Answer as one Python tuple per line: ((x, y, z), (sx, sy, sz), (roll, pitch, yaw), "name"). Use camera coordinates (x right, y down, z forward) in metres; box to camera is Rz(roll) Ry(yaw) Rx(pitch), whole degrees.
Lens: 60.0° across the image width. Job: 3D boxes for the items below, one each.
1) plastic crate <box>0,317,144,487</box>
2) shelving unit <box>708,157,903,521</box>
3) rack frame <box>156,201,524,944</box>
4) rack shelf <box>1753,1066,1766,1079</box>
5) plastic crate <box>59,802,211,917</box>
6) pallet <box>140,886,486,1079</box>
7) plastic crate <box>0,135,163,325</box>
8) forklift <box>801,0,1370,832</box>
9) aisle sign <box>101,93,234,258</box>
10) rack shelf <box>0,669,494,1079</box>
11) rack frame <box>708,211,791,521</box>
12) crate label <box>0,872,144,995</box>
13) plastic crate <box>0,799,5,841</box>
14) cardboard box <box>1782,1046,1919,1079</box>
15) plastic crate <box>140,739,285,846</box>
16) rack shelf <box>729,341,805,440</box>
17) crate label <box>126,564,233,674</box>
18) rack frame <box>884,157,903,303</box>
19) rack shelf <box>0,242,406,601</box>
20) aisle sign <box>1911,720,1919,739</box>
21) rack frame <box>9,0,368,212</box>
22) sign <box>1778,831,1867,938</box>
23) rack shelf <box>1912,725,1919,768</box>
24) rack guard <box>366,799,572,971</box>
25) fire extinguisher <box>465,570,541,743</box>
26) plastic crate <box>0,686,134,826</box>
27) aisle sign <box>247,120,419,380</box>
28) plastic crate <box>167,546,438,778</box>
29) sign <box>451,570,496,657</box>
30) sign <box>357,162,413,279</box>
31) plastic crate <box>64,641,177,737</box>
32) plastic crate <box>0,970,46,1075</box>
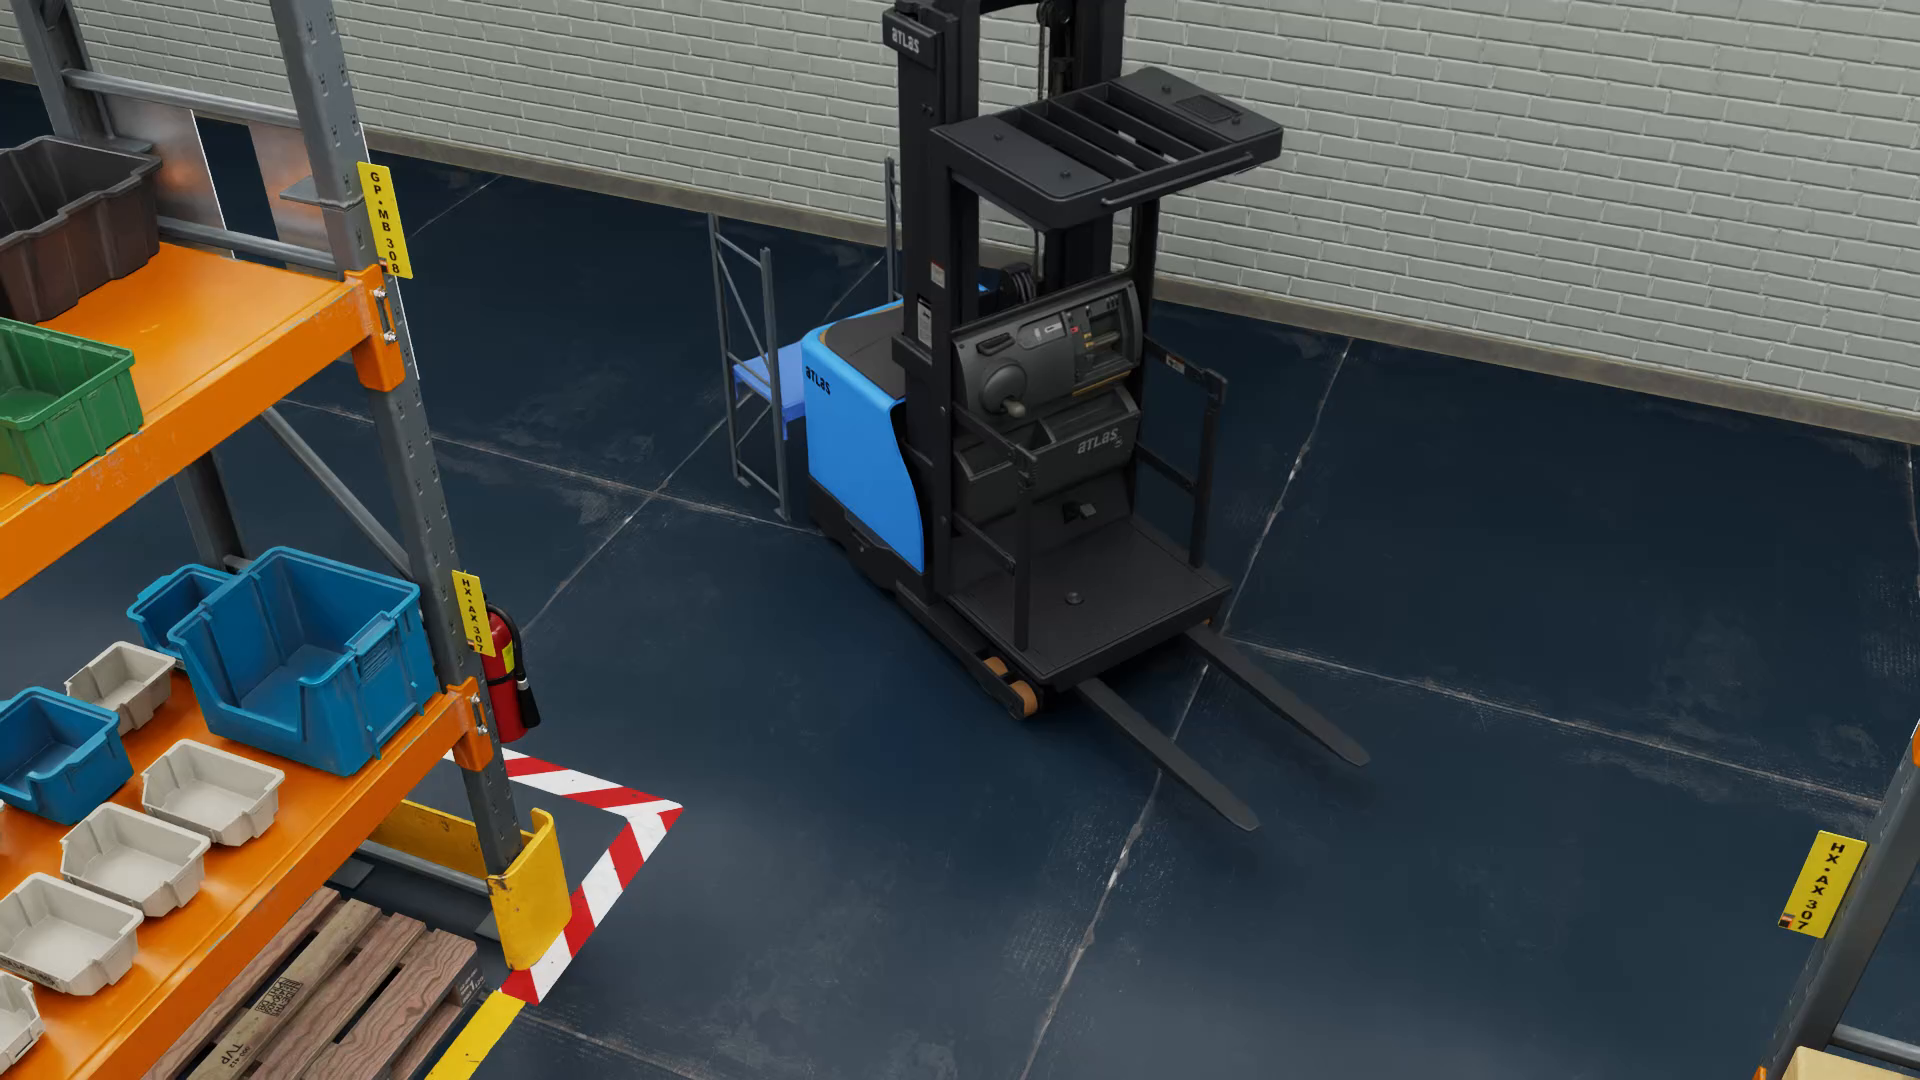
((-2.172, -0.320, 3.844), (0.450, 0.188, 0.336), (14, 39, 18), "plastic crate")
((-0.616, -1.005, 8.342), (1.048, 1.500, 0.538), (-25, 43, -29), "shelving unit")
((-2.061, 0.186, 5.496), (1.000, 3.000, 0.127), (14, 39, 18), "rack frame")
((1.758, 2.709, 2.721), (1.077, 0.370, 4.000), (14, 39, 18), "rack shelf")
((-2.328, 0.917, 4.688), (0.396, 0.136, 0.243), (14, 39, 18), "plastic crate")
((-2.411, 1.750, 5.732), (1.003, 0.211, 1.213), (14, 39, 18), "pallet")
((-2.465, -0.814, 4.437), (0.497, 0.269, 0.590), (14, 39, 18), "plastic crate")
((0.504, -0.730, 6.778), (1.130, 2.935, 3.031), (-23, 43, -28), "forklift")
((-2.309, -0.963, 4.862), (0.394, 0.787, 0.004), (14, 39, 18), "aisle sign")
((-2.822, 1.581, 4.230), (1.077, 0.370, 4.000), (14, 39, 18), "rack shelf")
((-1.019, -0.820, 8.094), (0.032, 1.500, 0.500), (-25, 43, -29), "rack frame")
((-2.411, 1.077, 4.474), (0.396, 0.136, 0.243), (14, 39, 18), "crate label")
((-2.916, 0.863, 4.760), (0.250, 0.136, 0.298), (14, 39, 18), "plastic crate")
((2.087, 1.459, 3.669), (0.500, 0.250, 0.500), (13, 39, 17), "cardboard box")
((-2.204, 0.760, 4.898), (0.396, 0.136, 0.243), (14, 39, 18), "plastic crate")
((-0.616, -0.861, 8.450), (1.000, 0.185, 0.538), (-25, 43, -29), "rack shelf")
((-2.460, 0.290, 5.446), (0.416, 0.233, 0.303), (14, 39, 18), "crate label")
((-0.213, -1.191, 8.590), (0.032, 1.500, 0.500), (-25, 43, -29), "rack frame")
((-2.822, 0.380, 3.332), (1.077, 0.370, 4.000), (14, 39, 18), "rack shelf")
((2.269, 0.164, 3.353), (0.394, 0.787, 0.004), (14, 39, 18), "aisle sign")
((-2.061, -2.217, 3.700), (1.000, 3.000, 0.127), (14, 39, 18), "rack frame")
((2.008, 0.806, 3.877), (0.100, 0.325, 0.005), (14, 39, 18), "sign")
((1.758, 1.508, 1.823), (1.077, 0.370, 4.000), (14, 39, 18), "rack shelf")
((-2.064, 1.171, 6.266), (1.175, 0.500, 0.348), (14, 39, 18), "rack guard")
((-1.584, 0.386, 5.604), (0.296, 0.674, 0.183), (14, 39, 18), "fire extinguisher")
((-2.710, 0.655, 4.958), (0.416, 0.233, 0.300), (14, 39, 18), "plastic crate")
((-1.763, -0.829, 4.682), (0.394, 0.787, 0.004), (14, 39, 18), "aisle sign")
((-2.016, 0.375, 5.163), (0.616, 0.435, 0.499), (14, 39, 18), "plastic crate")
((-1.546, 0.237, 5.292), (0.100, 0.325, 0.005), (14, 39, 18), "sign")
((-1.546, -0.858, 4.474), (0.100, 0.325, 0.005), (14, 39, 18), "sign")
((-2.658, 0.488, 5.262), (0.250, 0.136, 0.298), (14, 39, 18), "plastic crate")
((-2.507, 1.245, 4.249), (0.298, 0.136, 0.250), (14, 39, 18), "plastic crate")
